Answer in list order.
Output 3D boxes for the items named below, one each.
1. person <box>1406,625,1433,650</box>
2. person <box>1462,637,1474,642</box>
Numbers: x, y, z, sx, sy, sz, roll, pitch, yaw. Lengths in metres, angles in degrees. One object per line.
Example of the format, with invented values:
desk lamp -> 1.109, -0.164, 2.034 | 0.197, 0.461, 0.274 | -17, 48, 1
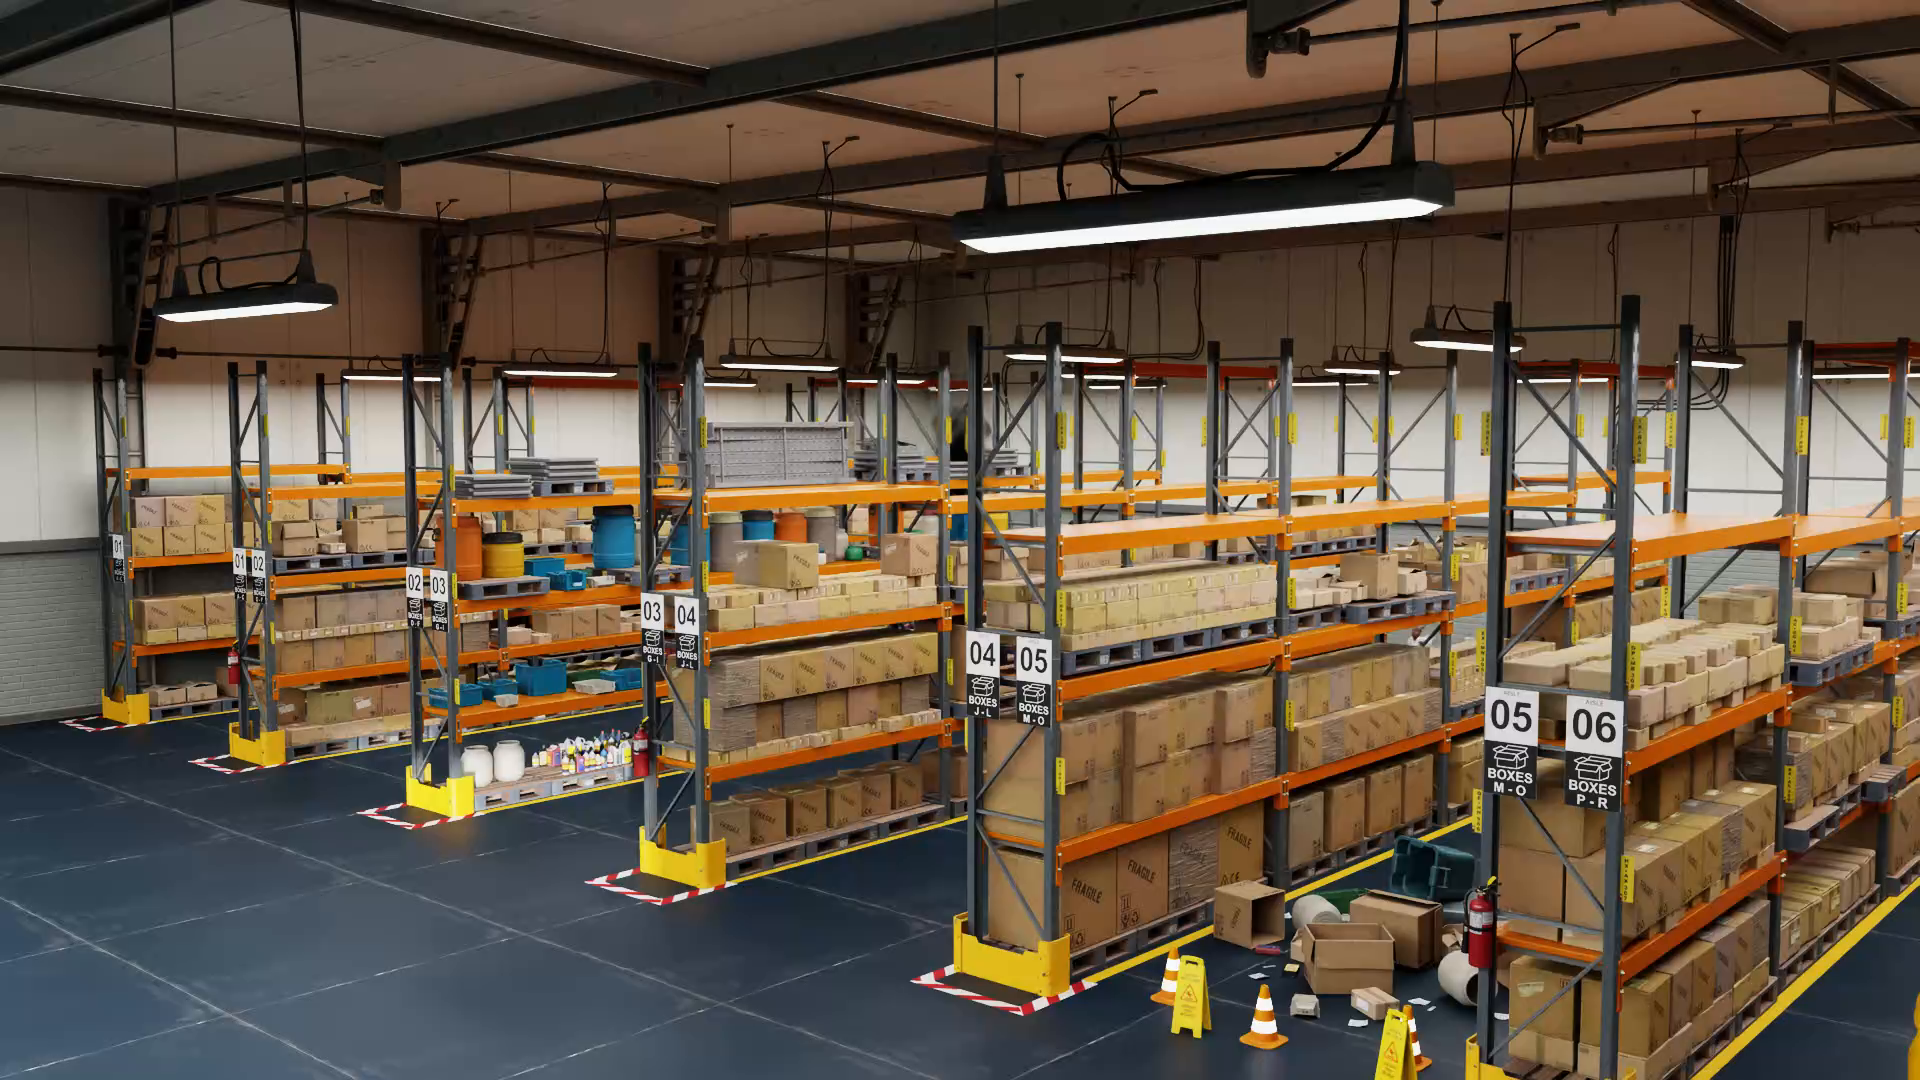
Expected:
person -> 7.884, 2.238, 28.551 | 0.592, 1.698, 0.798 | 4, 5, 40
person -> 8.205, 2.381, 26.622 | 0.615, 1.699, 0.929 | 4, 6, 43
